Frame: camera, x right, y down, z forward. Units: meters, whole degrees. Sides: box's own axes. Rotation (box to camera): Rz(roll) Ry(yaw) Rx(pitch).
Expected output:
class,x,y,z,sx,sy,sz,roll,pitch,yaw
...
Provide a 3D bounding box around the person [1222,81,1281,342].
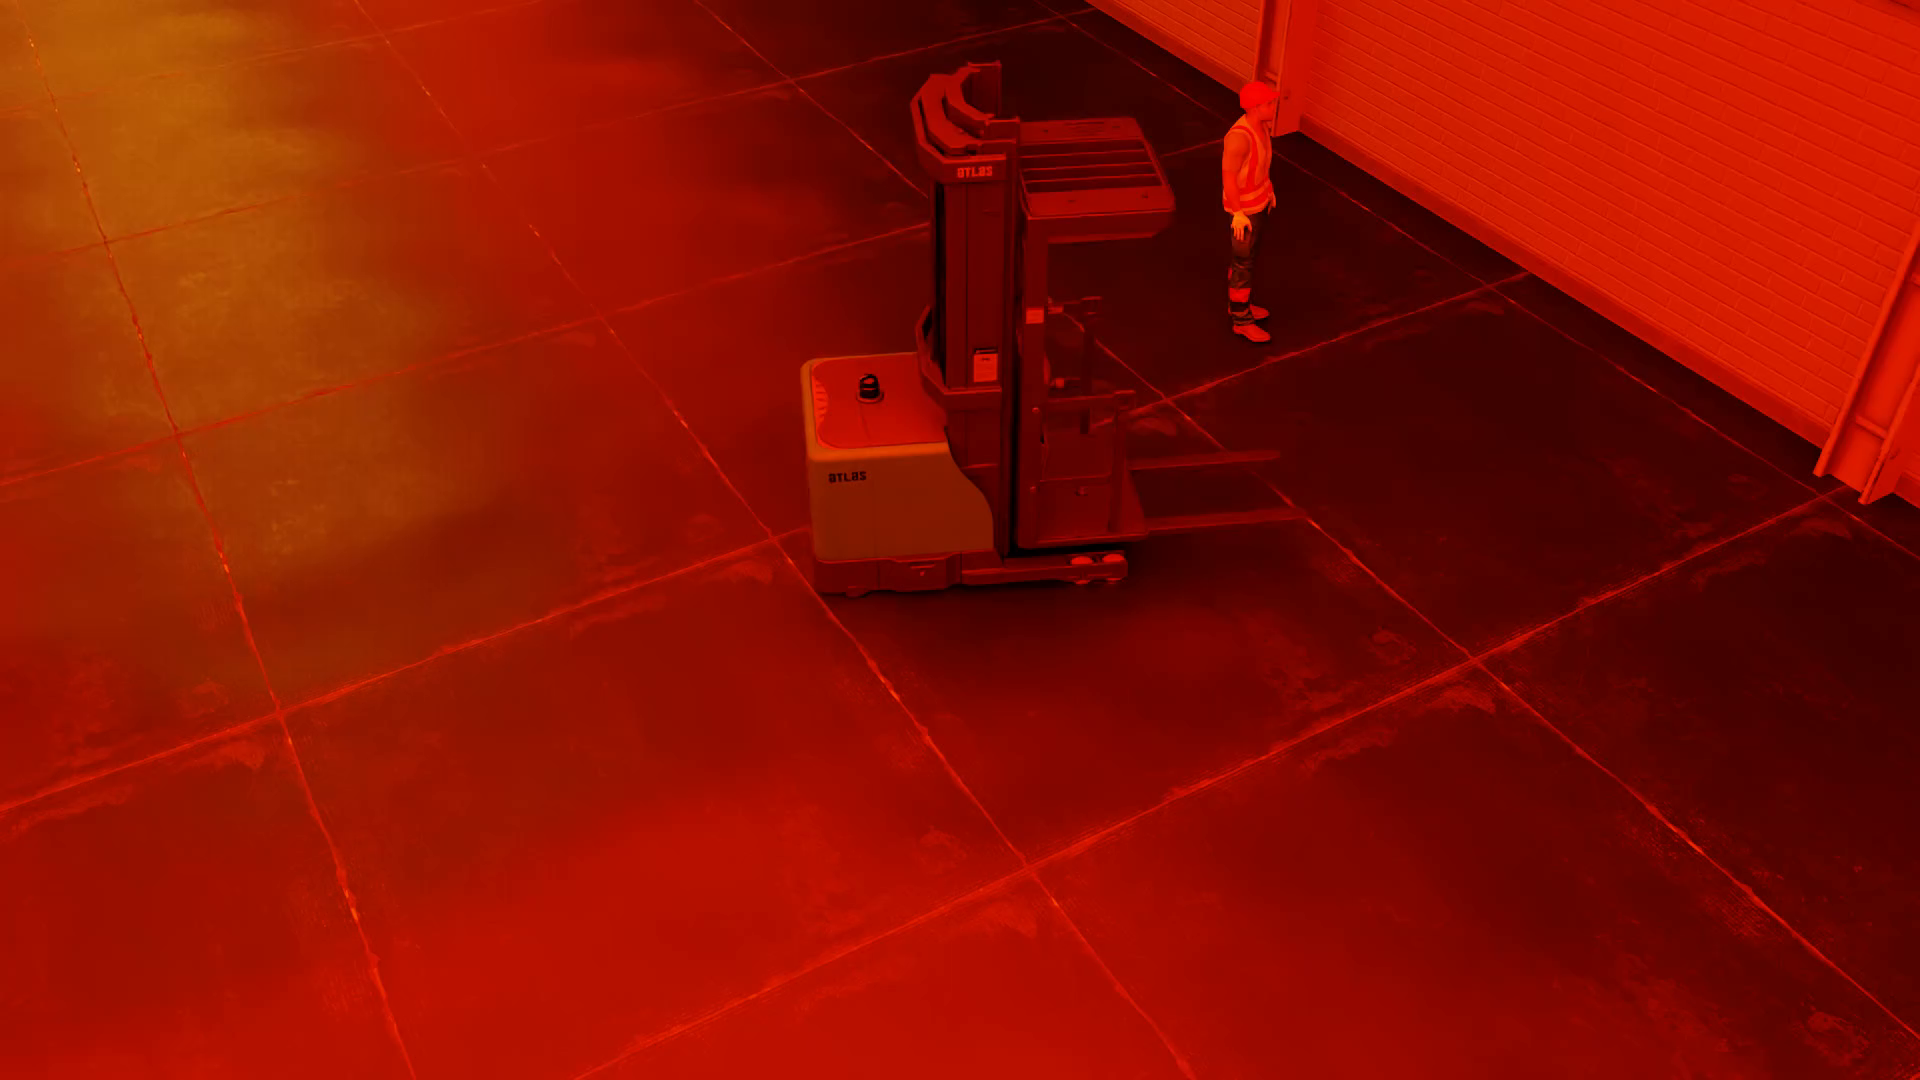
class,x,y,z,sx,sy,sz,roll,pitch,yaw
person,2.111,-2.341,11.742,0.566,1.787,0.638,19,43,21

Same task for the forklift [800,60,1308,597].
class,x,y,z,sx,sy,sz,roll,pitch,yaw
forklift,0.584,-1.198,9.480,3.031,2.935,1.130,-4,40,-5
